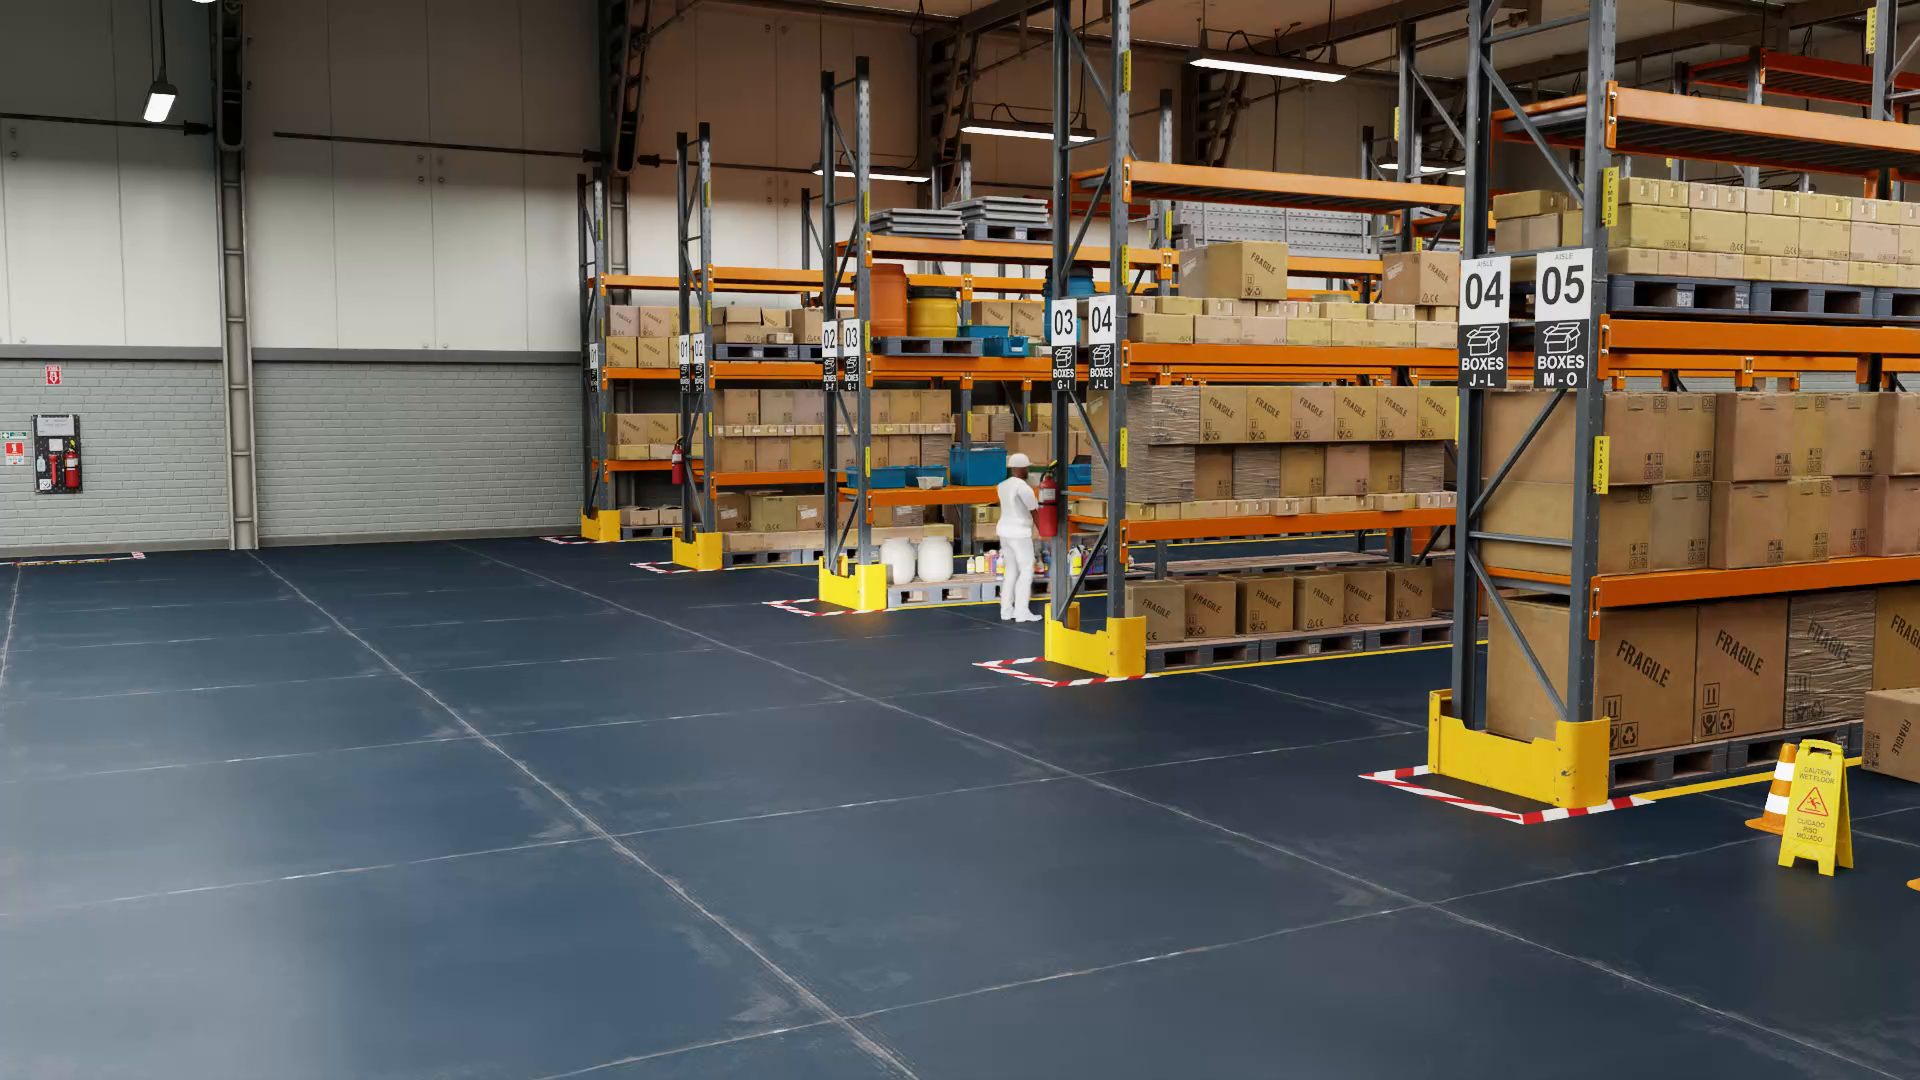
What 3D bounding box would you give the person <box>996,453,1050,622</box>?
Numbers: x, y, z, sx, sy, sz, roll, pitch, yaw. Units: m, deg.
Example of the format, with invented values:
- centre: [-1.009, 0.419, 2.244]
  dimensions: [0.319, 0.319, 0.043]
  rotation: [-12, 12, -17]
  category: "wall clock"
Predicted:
- centre: [0.678, -0.036, 17.555]
  dimensions: [0.575, 1.761, 0.505]
  rotation: [-3, 6, -30]
  category: "person"
